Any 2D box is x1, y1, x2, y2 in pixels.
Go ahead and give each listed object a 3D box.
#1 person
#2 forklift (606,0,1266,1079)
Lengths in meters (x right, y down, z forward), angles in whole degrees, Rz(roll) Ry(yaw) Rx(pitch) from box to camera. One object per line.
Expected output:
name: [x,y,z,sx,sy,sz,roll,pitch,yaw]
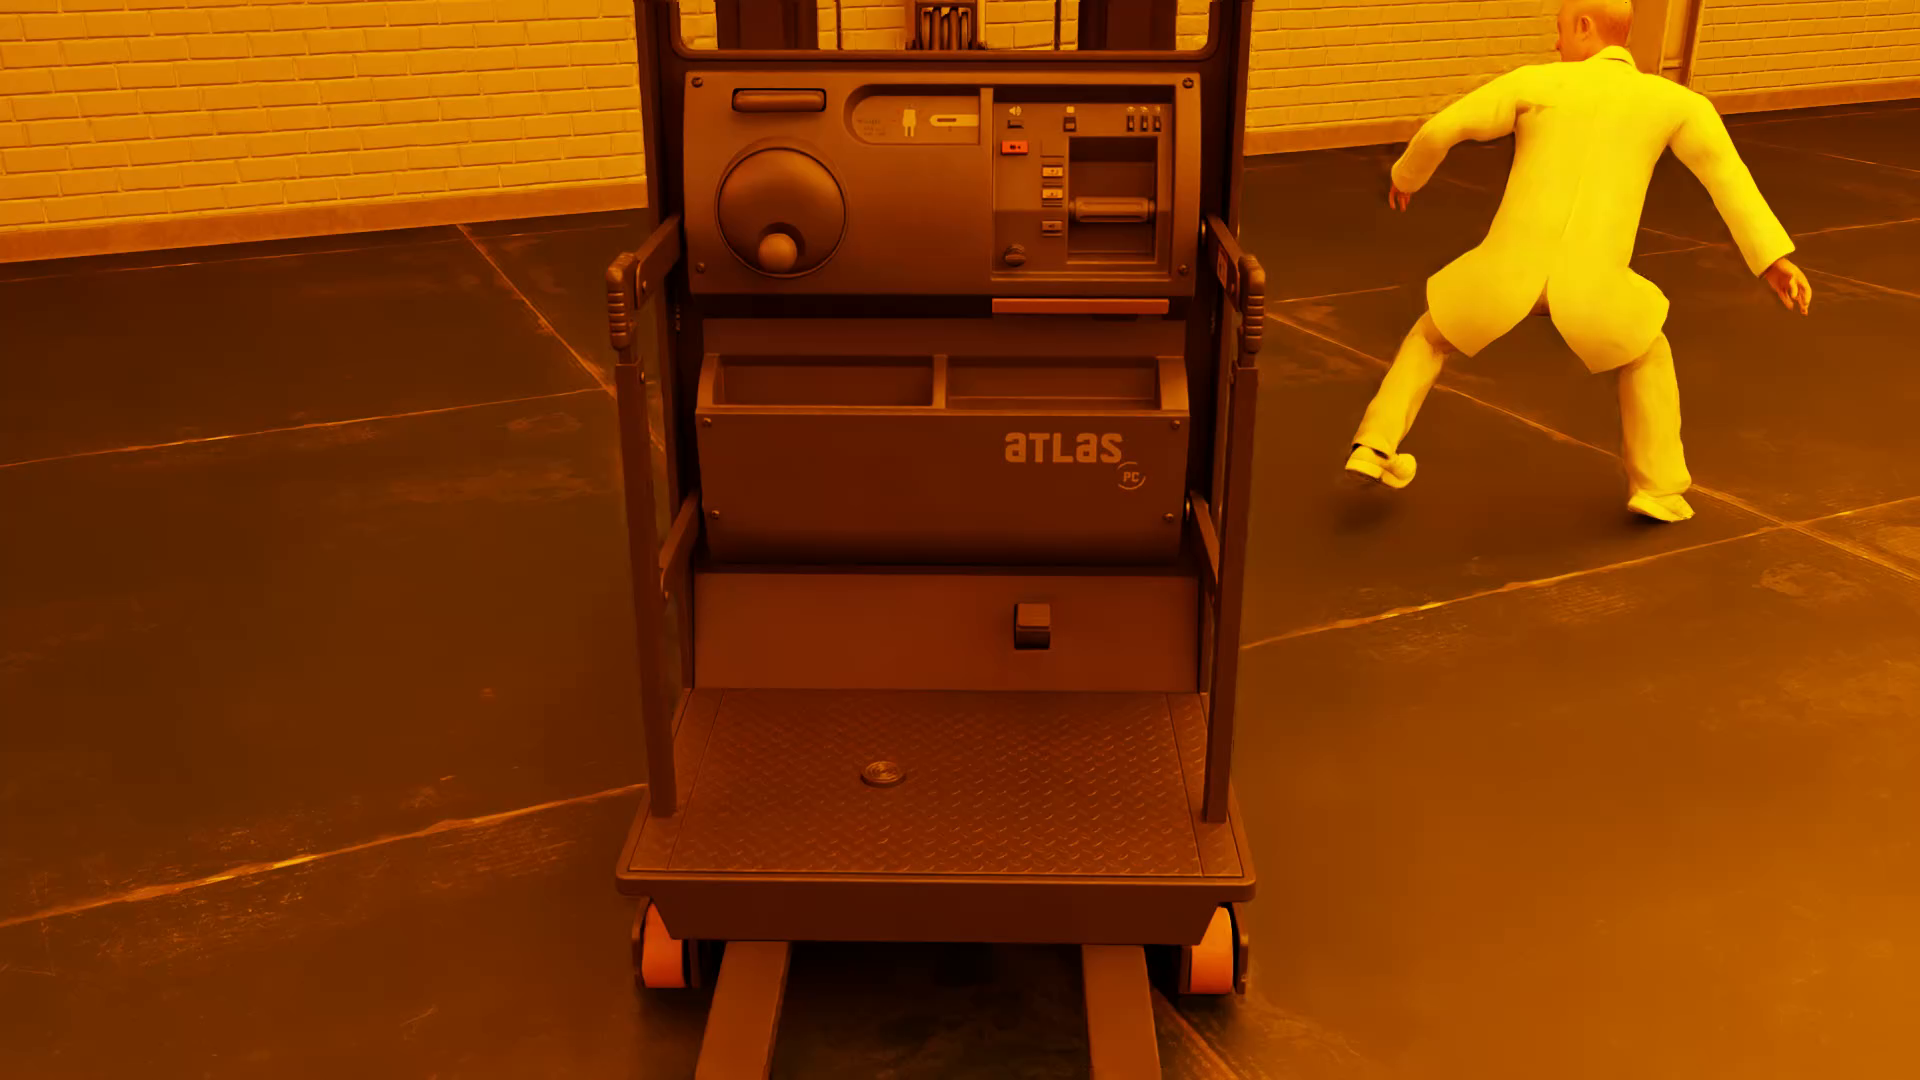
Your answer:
person: [1.865,-0.781,5.003,1.218,1.701,0.569,8,24,19]
forklift: [-0.034,-0.633,2.809,1.130,2.935,3.031,0,23,1]
